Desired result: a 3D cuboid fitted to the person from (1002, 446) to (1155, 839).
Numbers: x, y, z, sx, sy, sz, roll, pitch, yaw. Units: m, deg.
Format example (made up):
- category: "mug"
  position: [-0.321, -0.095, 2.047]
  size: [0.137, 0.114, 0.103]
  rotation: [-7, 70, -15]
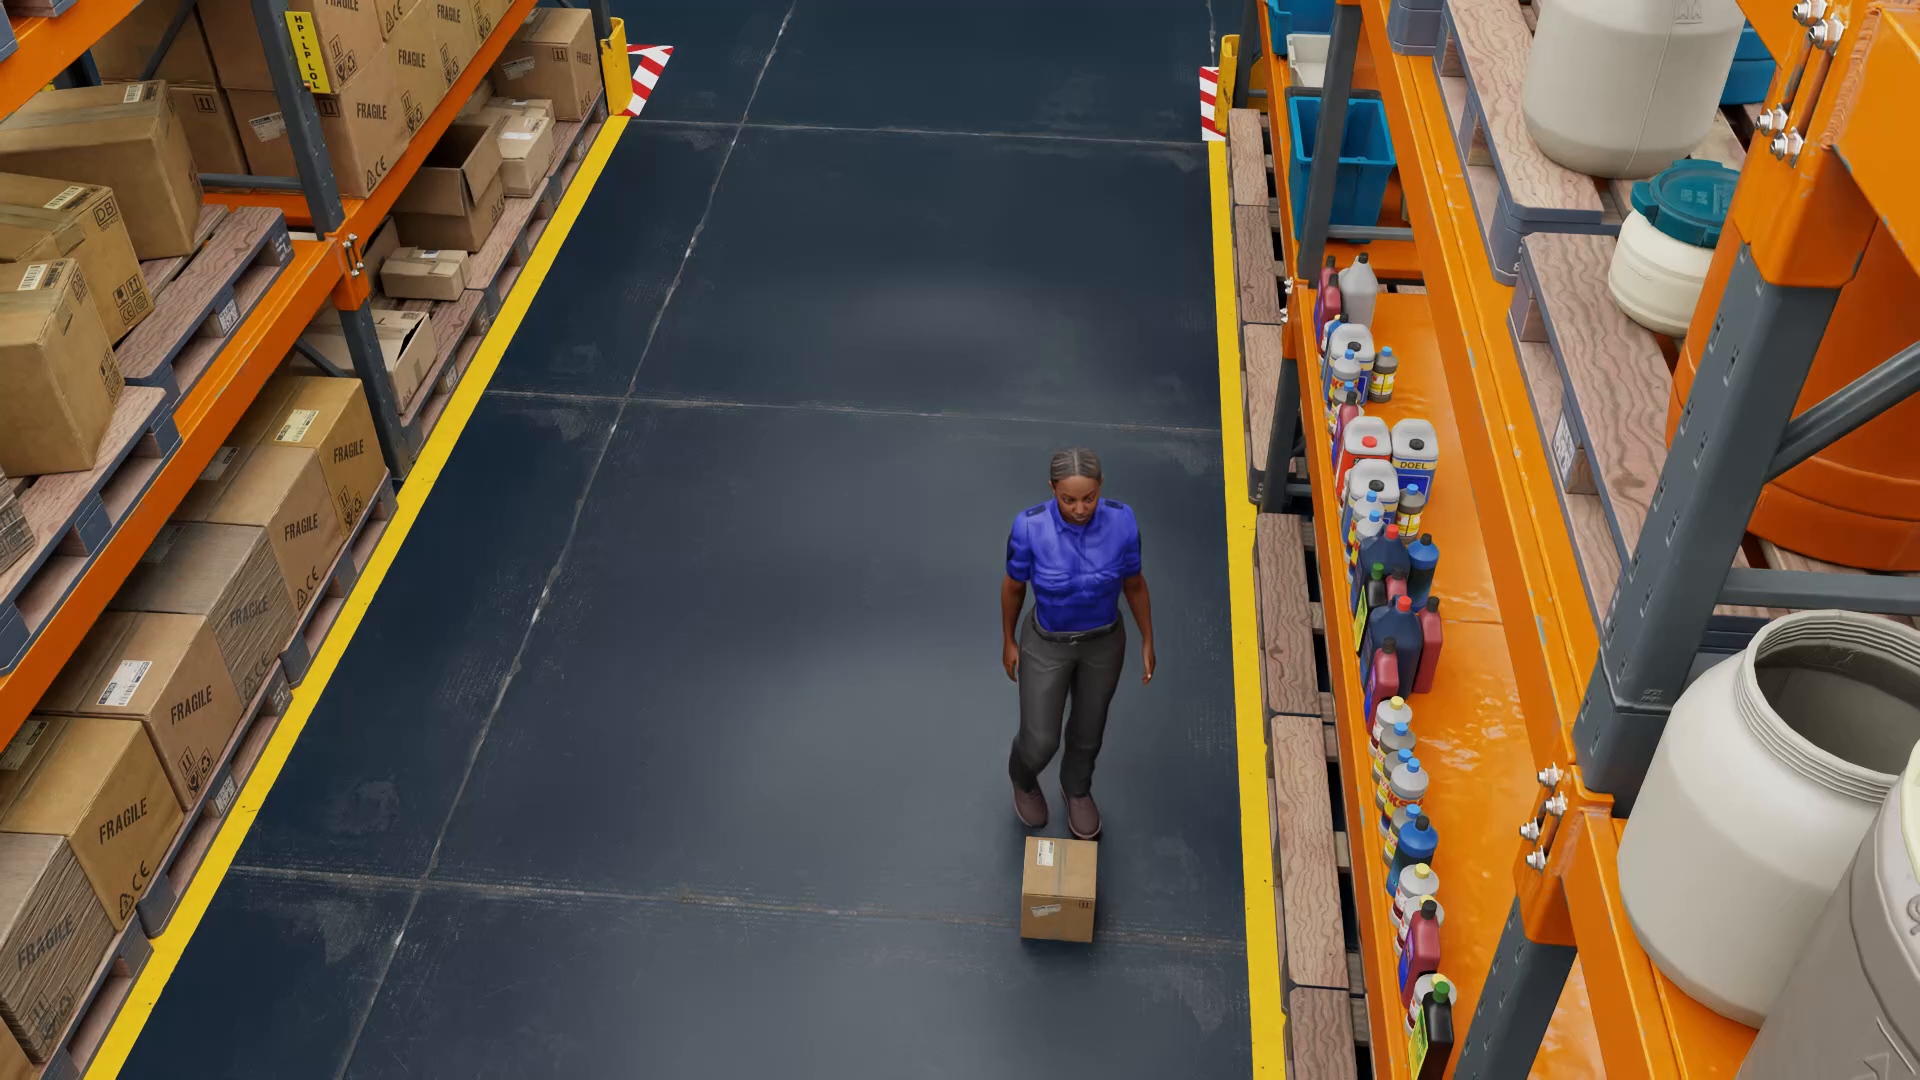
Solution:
- category: "person"
  position: [0.413, 0.395, 5.711]
  size: [0.505, 1.693, 0.391]
  rotation: [-6, 41, -8]
